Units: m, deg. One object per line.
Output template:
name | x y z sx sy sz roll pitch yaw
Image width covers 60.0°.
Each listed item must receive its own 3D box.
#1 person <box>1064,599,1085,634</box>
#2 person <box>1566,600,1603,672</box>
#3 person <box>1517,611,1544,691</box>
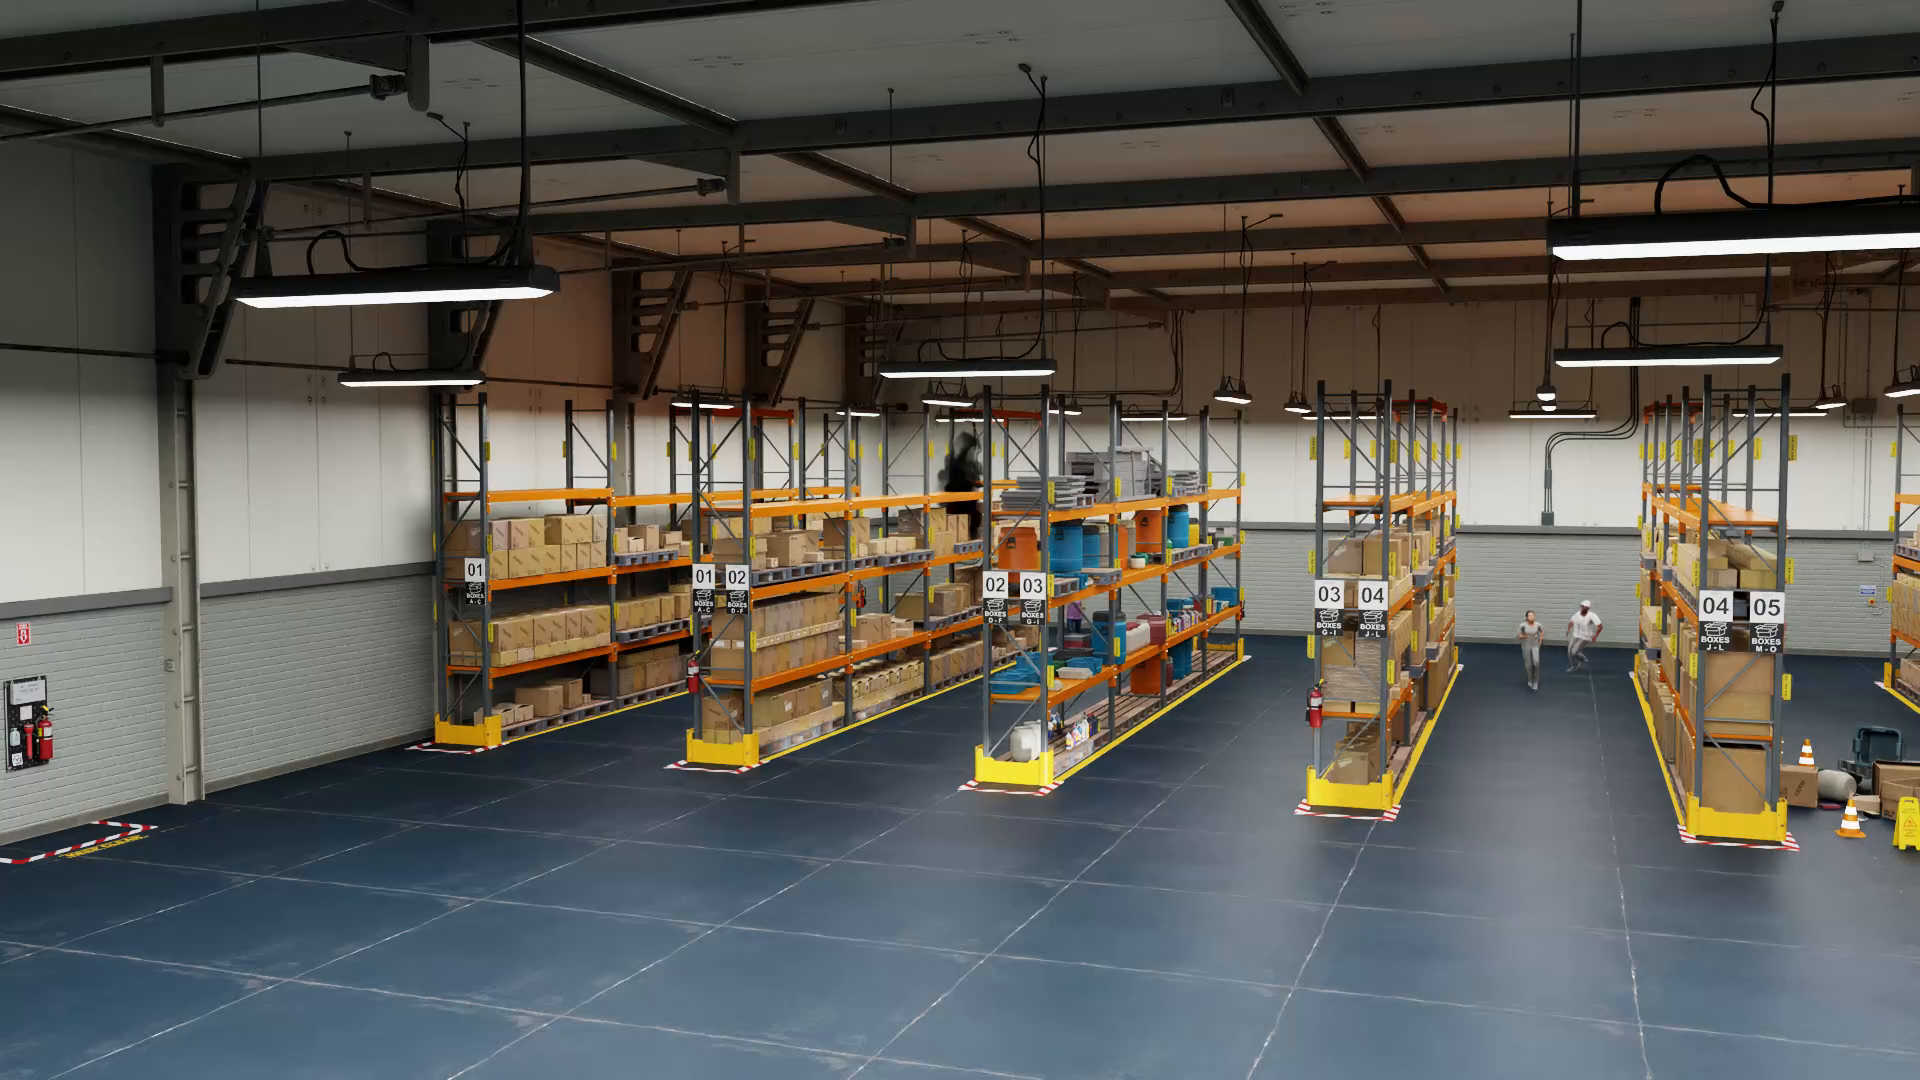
person | 2.645 1.846 38.594 0.536 1.613 0.832 0 3 7
person | 14.038 2.182 37.509 0.536 1.664 0.788 -2 3 -29
person | 12.004 2.316 35.003 0.550 1.677 0.757 1 3 18
